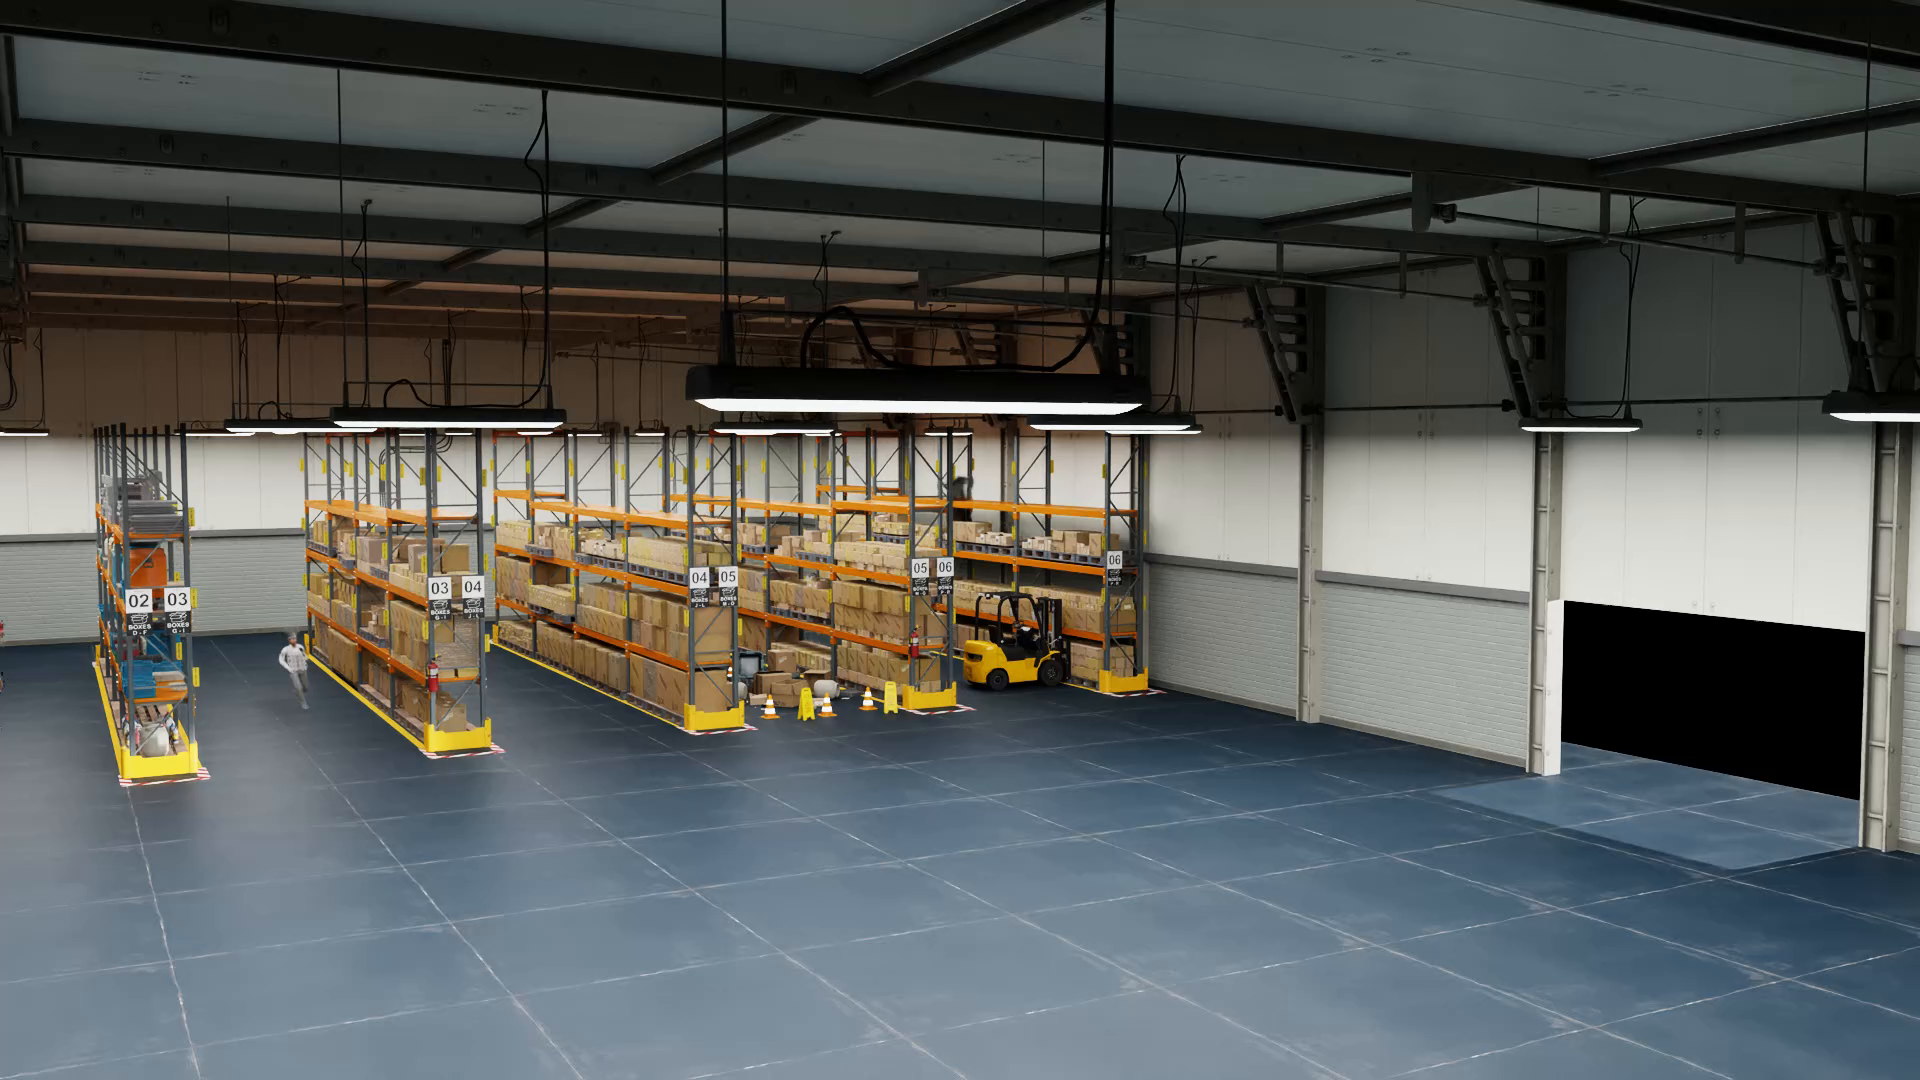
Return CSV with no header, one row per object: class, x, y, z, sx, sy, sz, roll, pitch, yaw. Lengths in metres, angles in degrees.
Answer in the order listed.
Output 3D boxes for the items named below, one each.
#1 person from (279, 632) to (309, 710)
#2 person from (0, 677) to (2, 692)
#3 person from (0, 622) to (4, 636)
person,-14.144,2.764,35.325,0.609,1.641,0.721,-3,5,-40
person,-18.466,2.983,31.515,0.894,1.693,0.550,3,5,43
person,-22.864,2.500,39.144,0.651,1.728,0.692,-2,4,-34
